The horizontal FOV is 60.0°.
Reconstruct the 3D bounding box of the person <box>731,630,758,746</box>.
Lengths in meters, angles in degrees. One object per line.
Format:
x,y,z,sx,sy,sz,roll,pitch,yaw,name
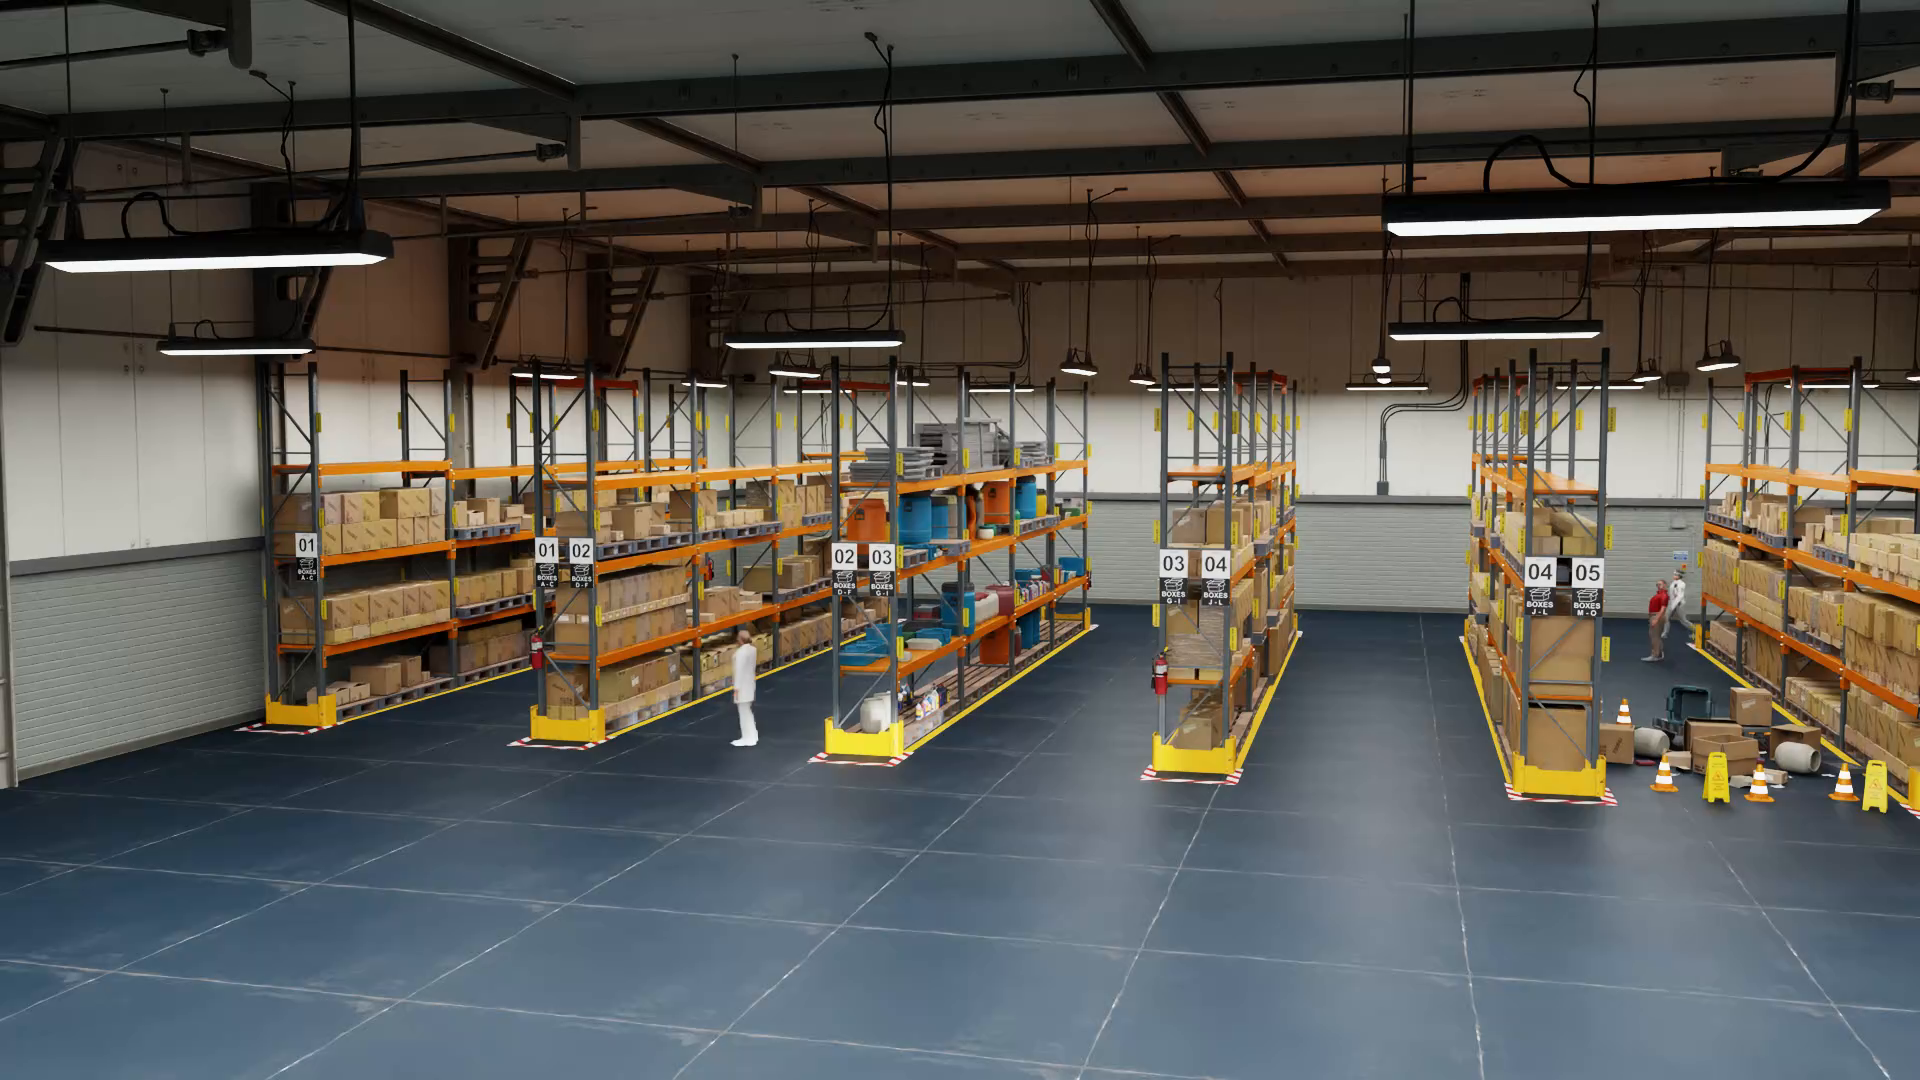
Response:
-3.347,2.307,25.808,0.418,1.824,0.699,1,4,11,person

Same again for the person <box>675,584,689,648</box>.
-5.689,1.729,34.091,0.610,1.817,0.706,-1,4,-18,person

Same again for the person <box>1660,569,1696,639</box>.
16.564,1.480,38.354,0.981,1.635,0.525,1,4,9,person

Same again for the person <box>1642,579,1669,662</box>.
14.605,1.712,34.870,0.490,1.775,0.598,2,5,28,person
